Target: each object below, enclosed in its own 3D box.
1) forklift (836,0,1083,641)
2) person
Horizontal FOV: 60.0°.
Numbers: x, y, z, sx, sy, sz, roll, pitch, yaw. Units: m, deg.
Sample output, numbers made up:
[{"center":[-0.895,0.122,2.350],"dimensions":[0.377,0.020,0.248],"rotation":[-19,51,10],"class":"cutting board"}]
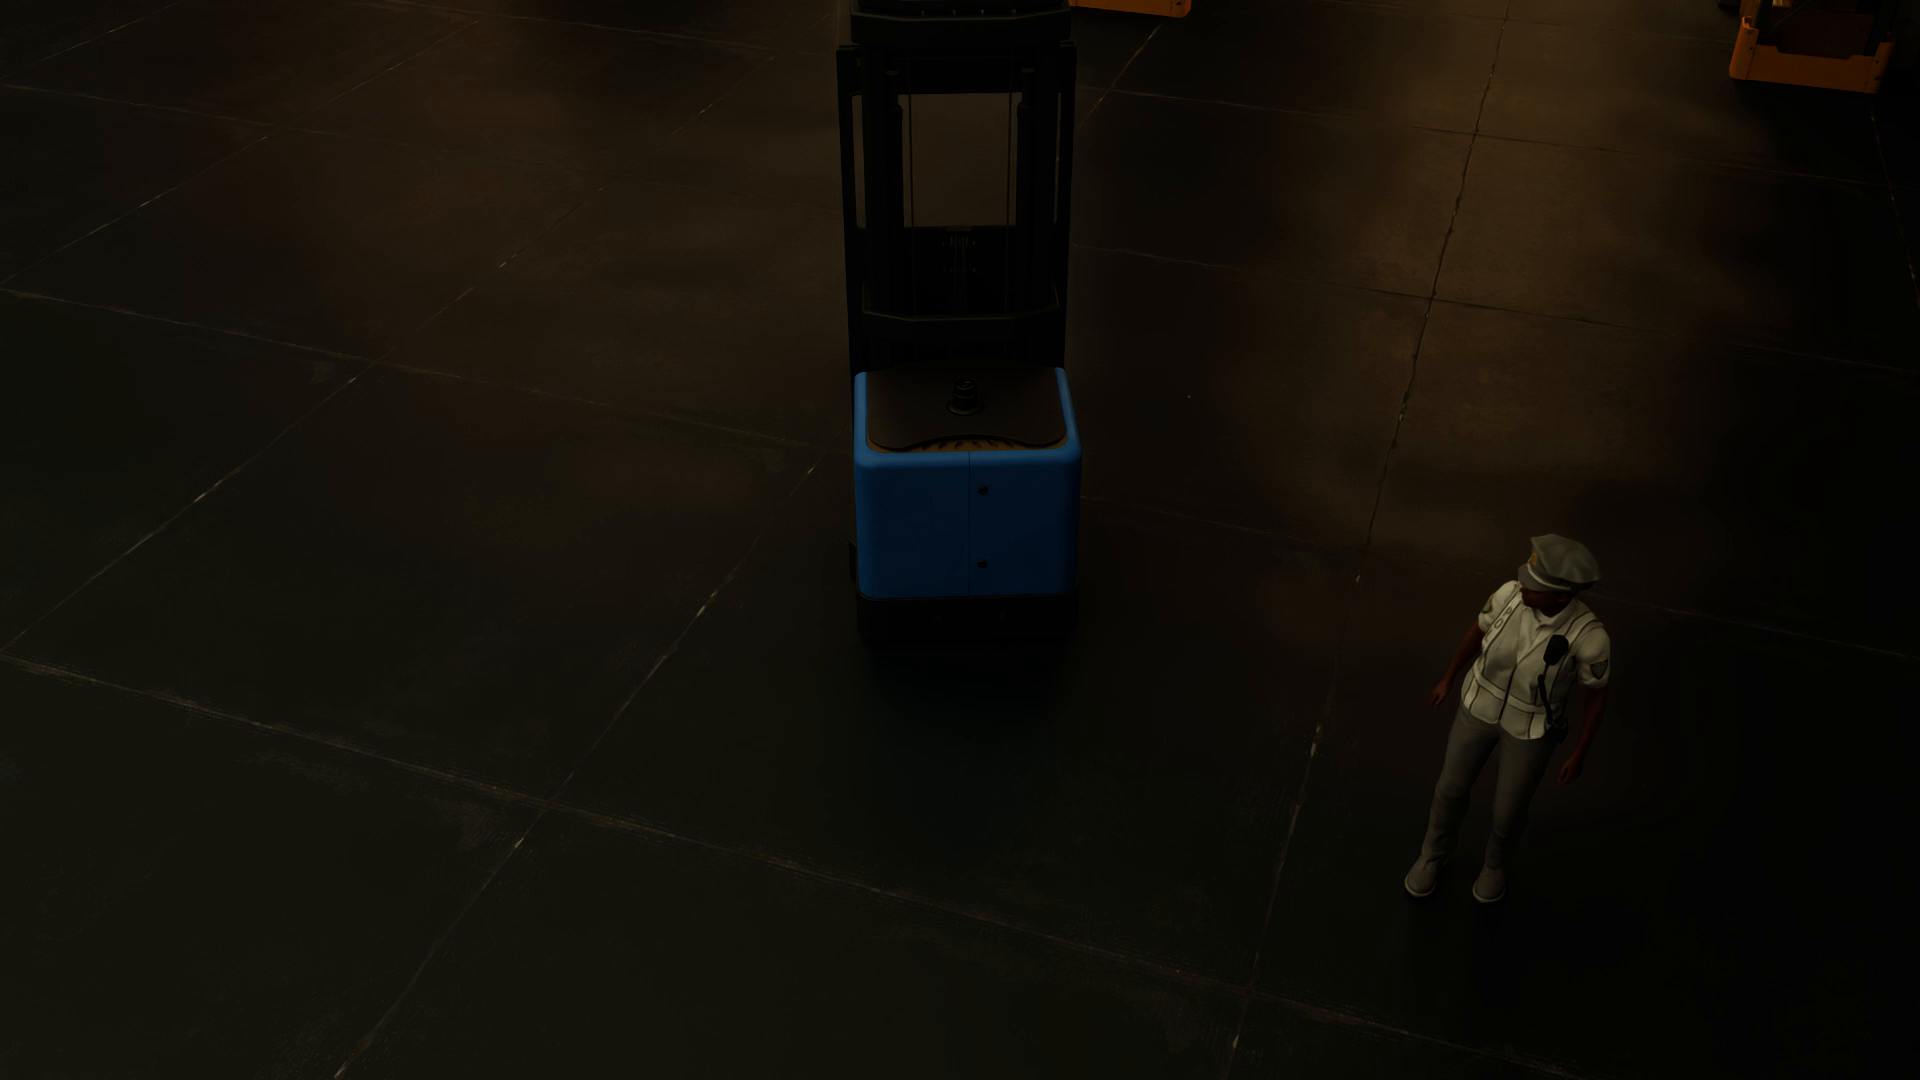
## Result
[{"center":[-0.029,-1.547,8.293],"dimensions":[1.130,2.935,3.031],"rotation":[-2,35,-2],"class":"forklift"},{"center":[2.035,0.697,6.226],"dimensions":[0.623,1.665,0.438],"rotation":[25,42,31],"class":"person"}]
